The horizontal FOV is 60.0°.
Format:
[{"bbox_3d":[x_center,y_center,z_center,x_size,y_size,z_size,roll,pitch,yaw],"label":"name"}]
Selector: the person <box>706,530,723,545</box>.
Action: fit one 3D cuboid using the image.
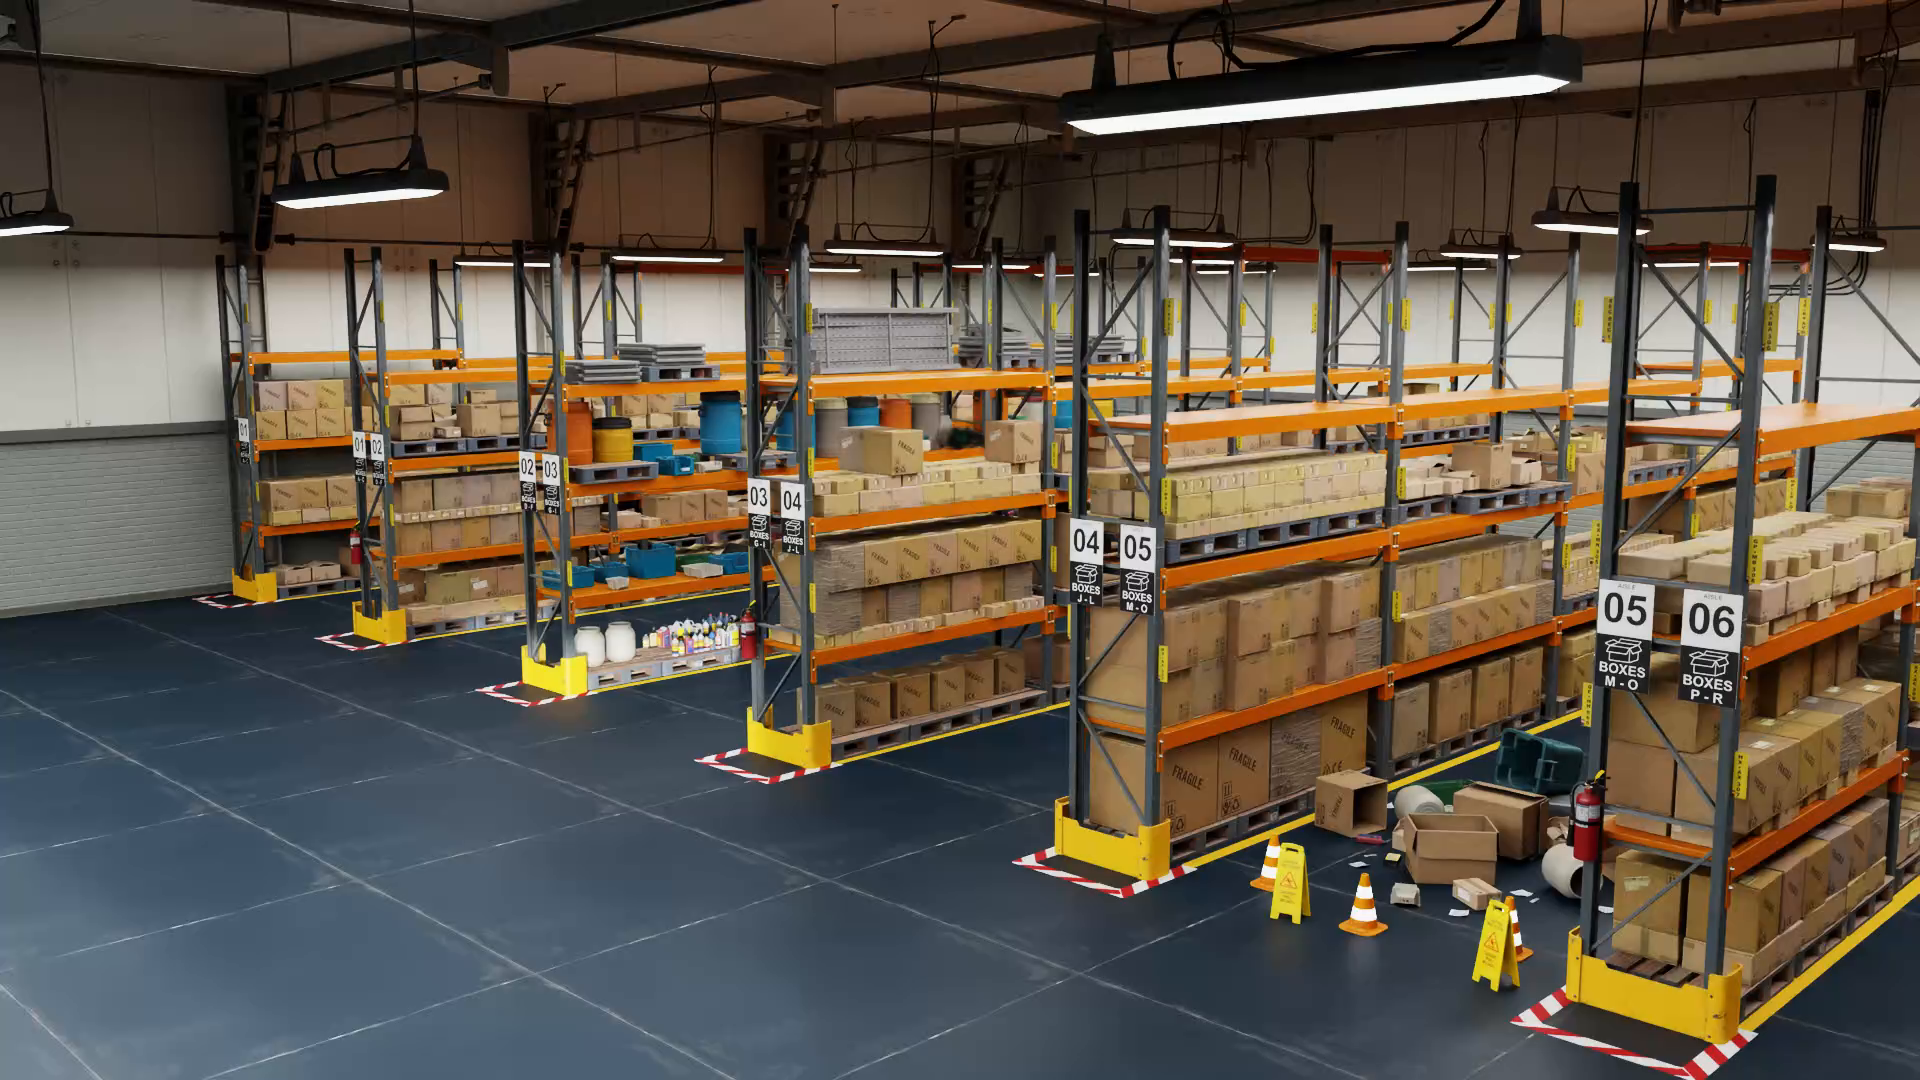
[{"bbox_3d":[-4.872,-0.198,32.802,0.597,1.484,0.869,4,9,24],"label":"person"}]
